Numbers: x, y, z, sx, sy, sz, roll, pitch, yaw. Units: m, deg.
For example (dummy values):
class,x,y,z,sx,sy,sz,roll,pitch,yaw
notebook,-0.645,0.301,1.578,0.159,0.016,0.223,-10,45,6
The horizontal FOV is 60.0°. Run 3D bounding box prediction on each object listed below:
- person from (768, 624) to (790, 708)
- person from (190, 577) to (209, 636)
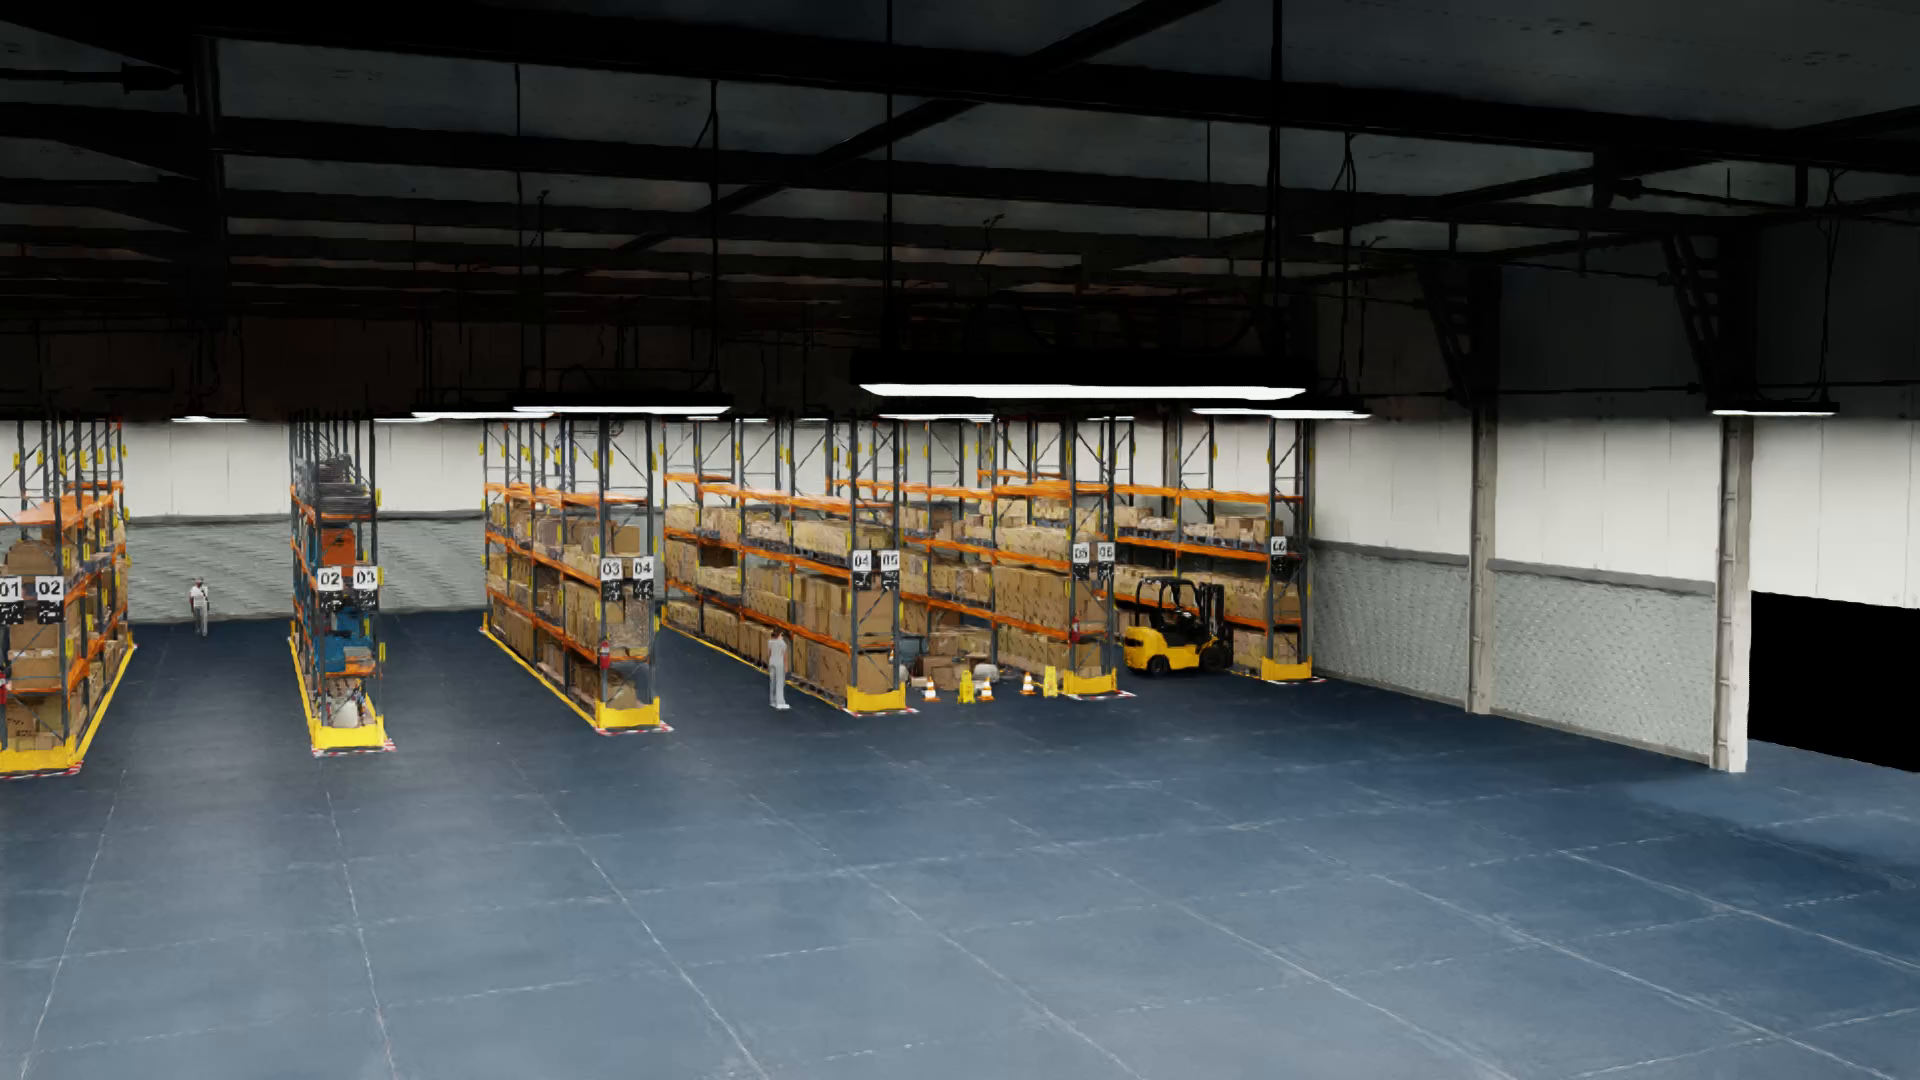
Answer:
class,x,y,z,sx,sy,sz,roll,pitch,yaw
person,-3.637,2.530,33.449,0.496,1.677,0.432,3,5,36
person,-20.529,1.769,44.884,0.456,1.589,1.088,-2,4,-21
